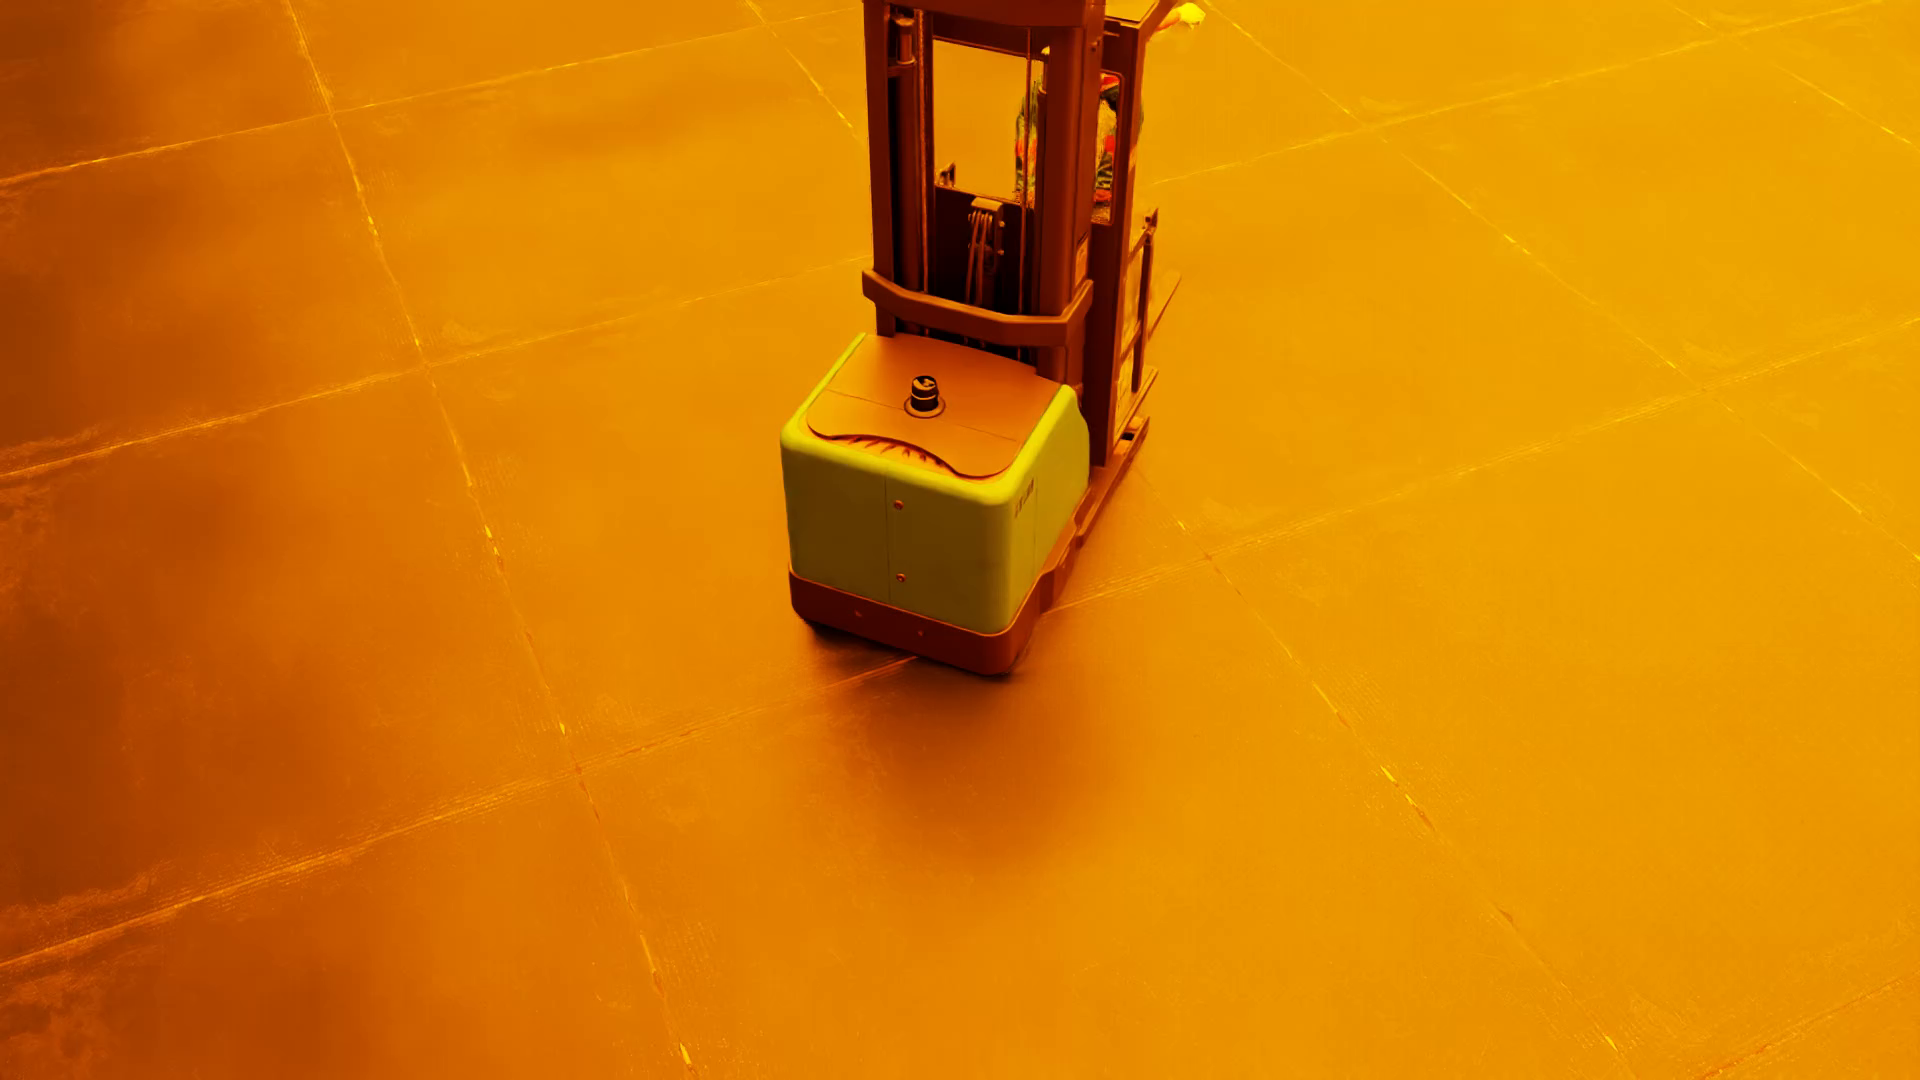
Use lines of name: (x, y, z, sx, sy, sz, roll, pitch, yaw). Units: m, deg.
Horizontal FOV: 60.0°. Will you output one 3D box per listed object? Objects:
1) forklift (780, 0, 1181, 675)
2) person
forklift: (0.298, -1.510, 7.298, 1.130, 2.935, 3.031, 16, 45, 17)
person: (0.853, -2.655, 9.520, 1.062, 1.512, 0.755, 1, 43, 1)
